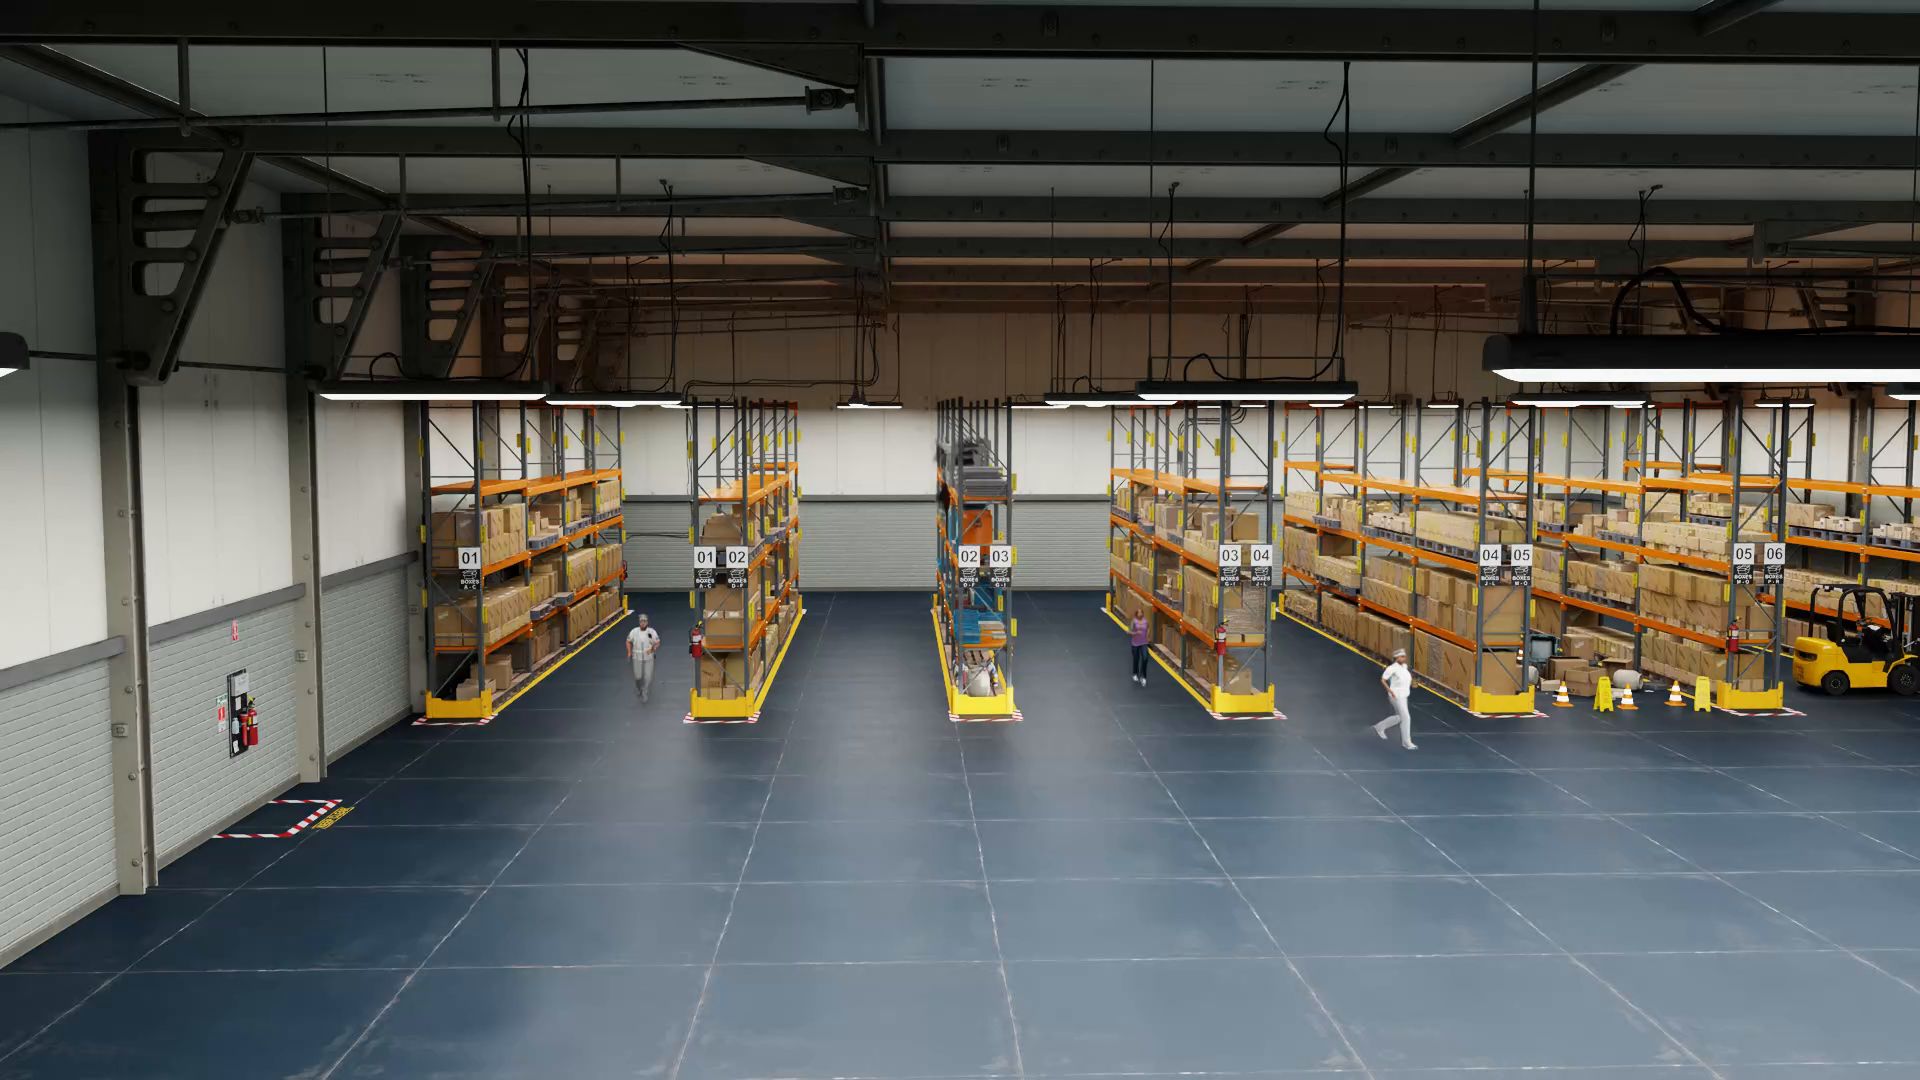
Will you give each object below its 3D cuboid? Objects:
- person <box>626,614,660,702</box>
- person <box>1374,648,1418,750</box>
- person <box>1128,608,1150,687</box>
[{"bbox_3d":[-6.242,2.325,32.750,0.665,1.742,0.593,-1,4,-9],"label":"person"},{"bbox_3d":[7.488,2.688,28.458,0.571,1.709,0.817,-4,6,-45],"label":"person"},{"bbox_3d":[3.761,2.229,34.831,0.516,1.636,0.685,0,4,-6],"label":"person"}]
